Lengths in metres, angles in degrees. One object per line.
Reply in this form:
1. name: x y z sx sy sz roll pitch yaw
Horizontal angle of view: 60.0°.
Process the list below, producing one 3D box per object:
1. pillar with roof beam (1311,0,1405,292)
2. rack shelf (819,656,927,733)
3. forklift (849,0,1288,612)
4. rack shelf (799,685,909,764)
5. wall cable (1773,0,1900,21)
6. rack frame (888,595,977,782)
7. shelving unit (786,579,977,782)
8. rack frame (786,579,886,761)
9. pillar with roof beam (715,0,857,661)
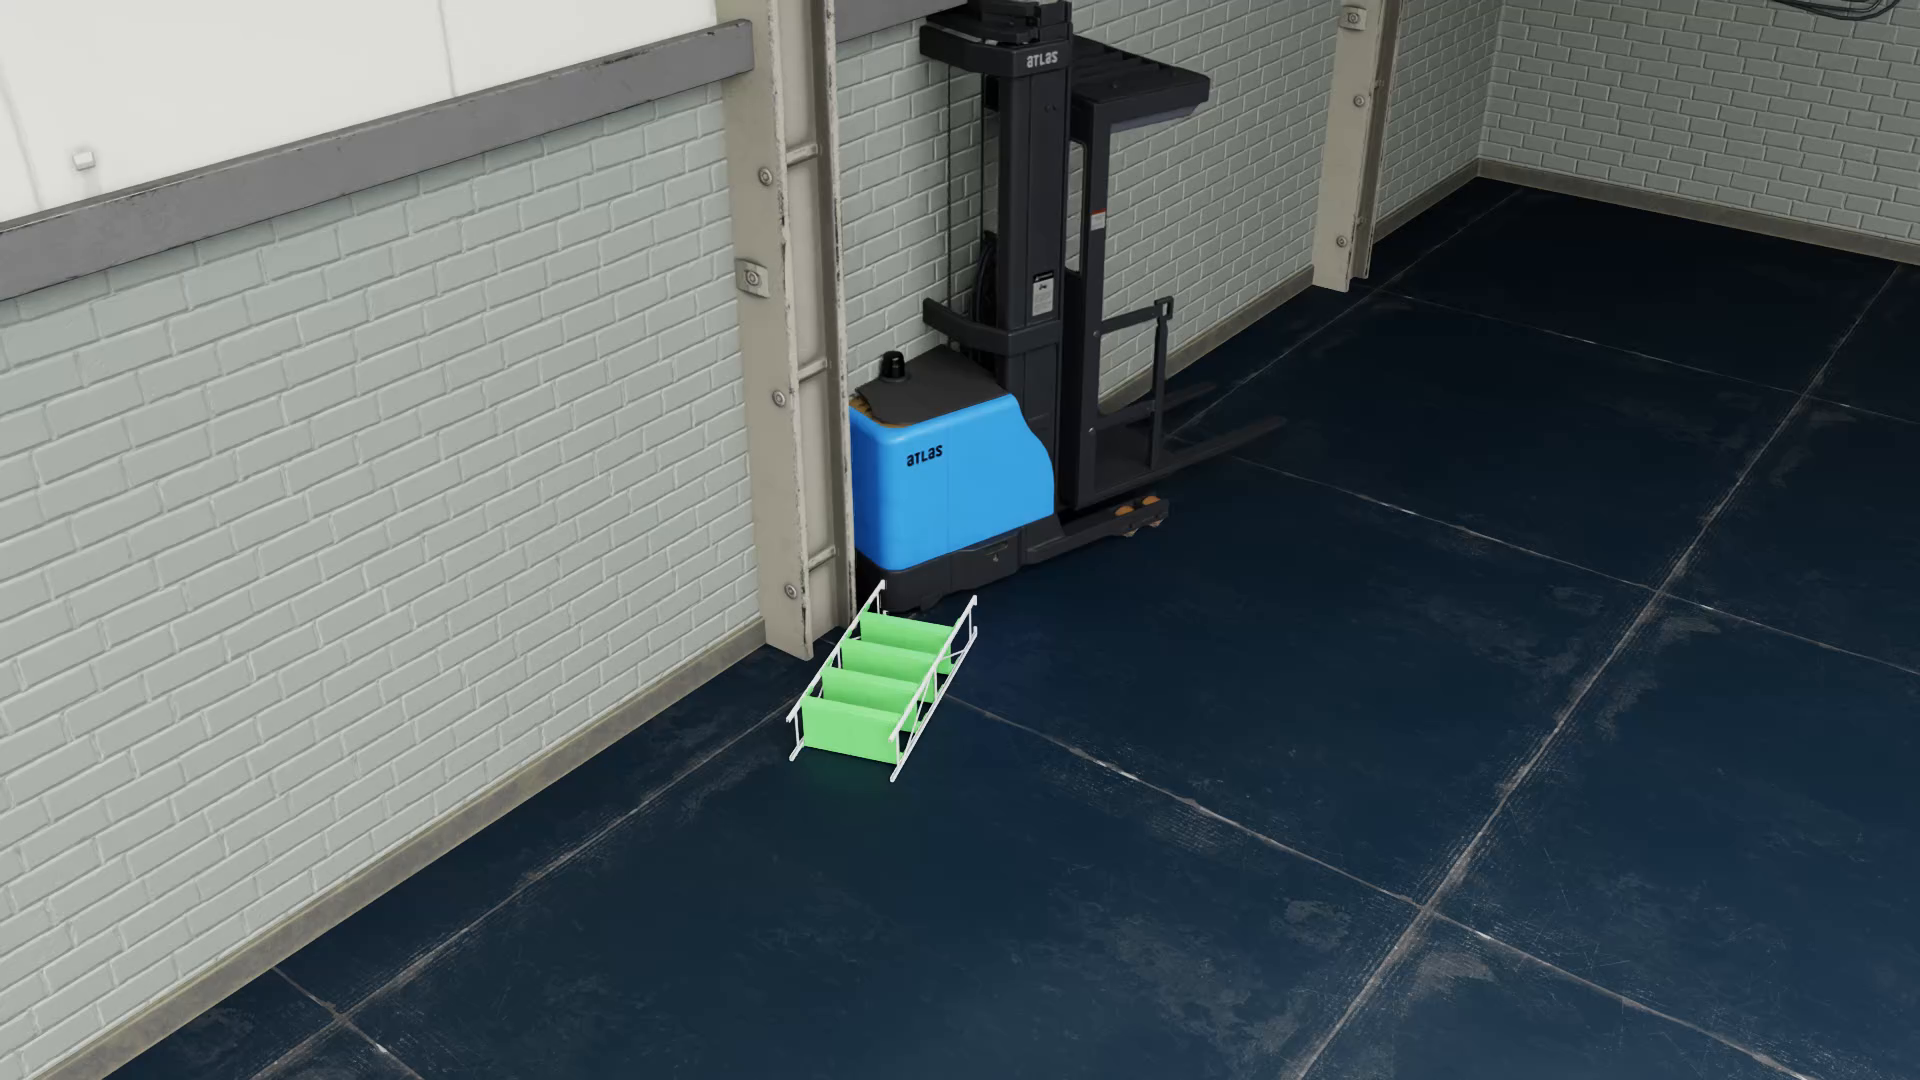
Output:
1. pillar with roof beam: 6.292 -4.512 8.037 9.100 9.000 0.400 21 37 31
2. rack shelf: -0.401 0.726 7.756 0.480 0.258 0.148 9 33 16
3. forklift: 0.564 -1.479 8.871 3.031 2.935 1.130 -20 36 -30
4. rack shelf: -0.477 0.846 7.562 0.480 0.258 0.148 9 33 16
5. wall cable: 5.692 -5.292 12.398 3.097 2.526 0.112 21 37 31
6. rack frame: -0.114 0.676 7.830 0.015 0.240 1.200 9 33 16
7. shelving unit: -0.345 0.639 7.898 0.503 0.258 1.200 9 33 16
8. rack frame: -0.576 0.601 7.966 0.015 0.240 1.200 9 33 16
9. pillar with roof beam: 2.670 -2.073 3.922 9.100 9.000 0.400 21 37 31
